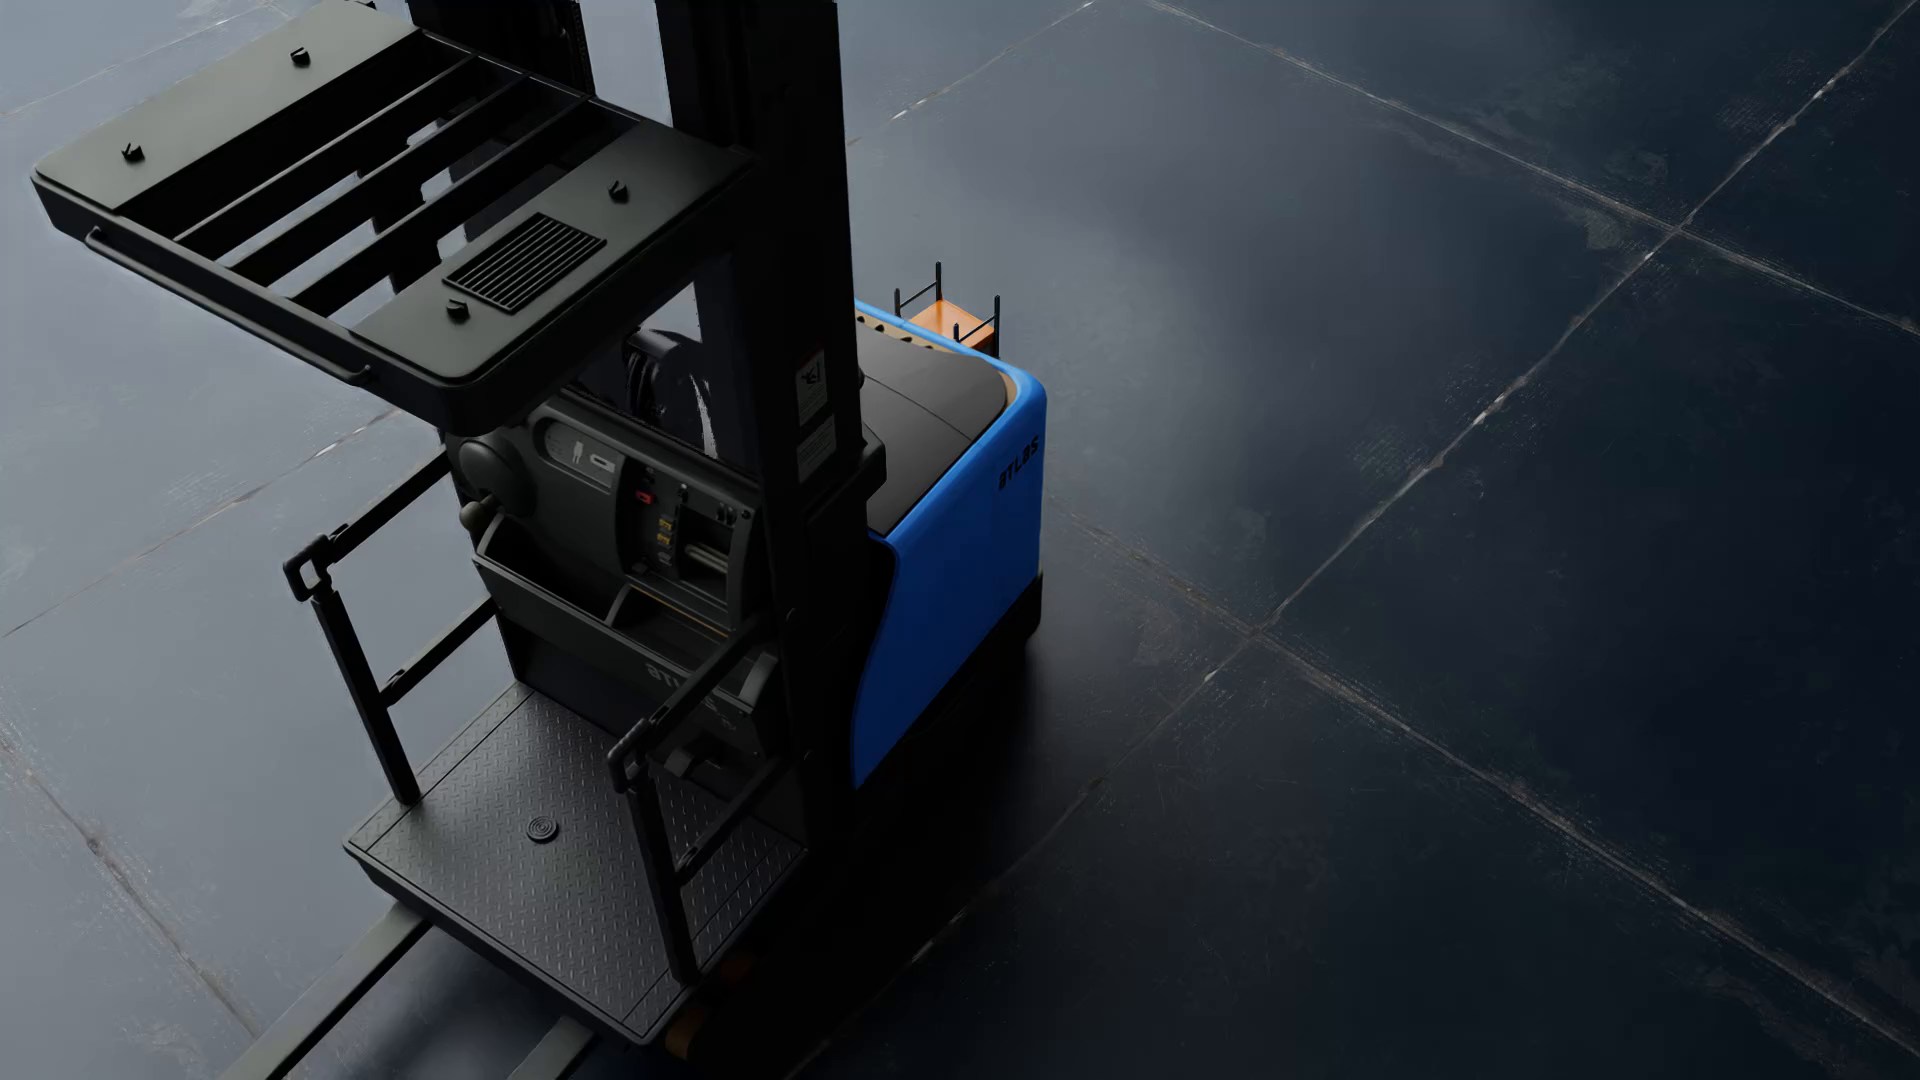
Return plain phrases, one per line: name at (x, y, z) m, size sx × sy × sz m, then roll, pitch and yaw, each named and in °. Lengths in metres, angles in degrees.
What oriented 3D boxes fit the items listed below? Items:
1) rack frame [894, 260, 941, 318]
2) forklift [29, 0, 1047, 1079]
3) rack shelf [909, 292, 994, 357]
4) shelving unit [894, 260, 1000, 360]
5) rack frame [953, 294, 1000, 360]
rack frame at (-0.129, -0.446, 5.449) m, size 0.008 × 1.050 × 0.200 m, roll 34°, pitch 55°, yaw 28°
forklift at (-0.966, -0.015, 3.754) m, size 1.130 × 2.935 × 3.031 m, roll 26°, pitch 52°, yaw 22°
rack shelf at (-0.039, -0.573, 5.193) m, size 0.240 × 0.259 × 0.215 m, roll 34°, pitch 55°, yaw 28°
shelving unit at (-0.039, -0.386, 5.392) m, size 0.252 × 1.050 × 0.215 m, roll 34°, pitch 55°, yaw 28°
rack frame at (0.050, -0.325, 5.335) m, size 0.008 × 1.050 × 0.200 m, roll 34°, pitch 55°, yaw 28°
